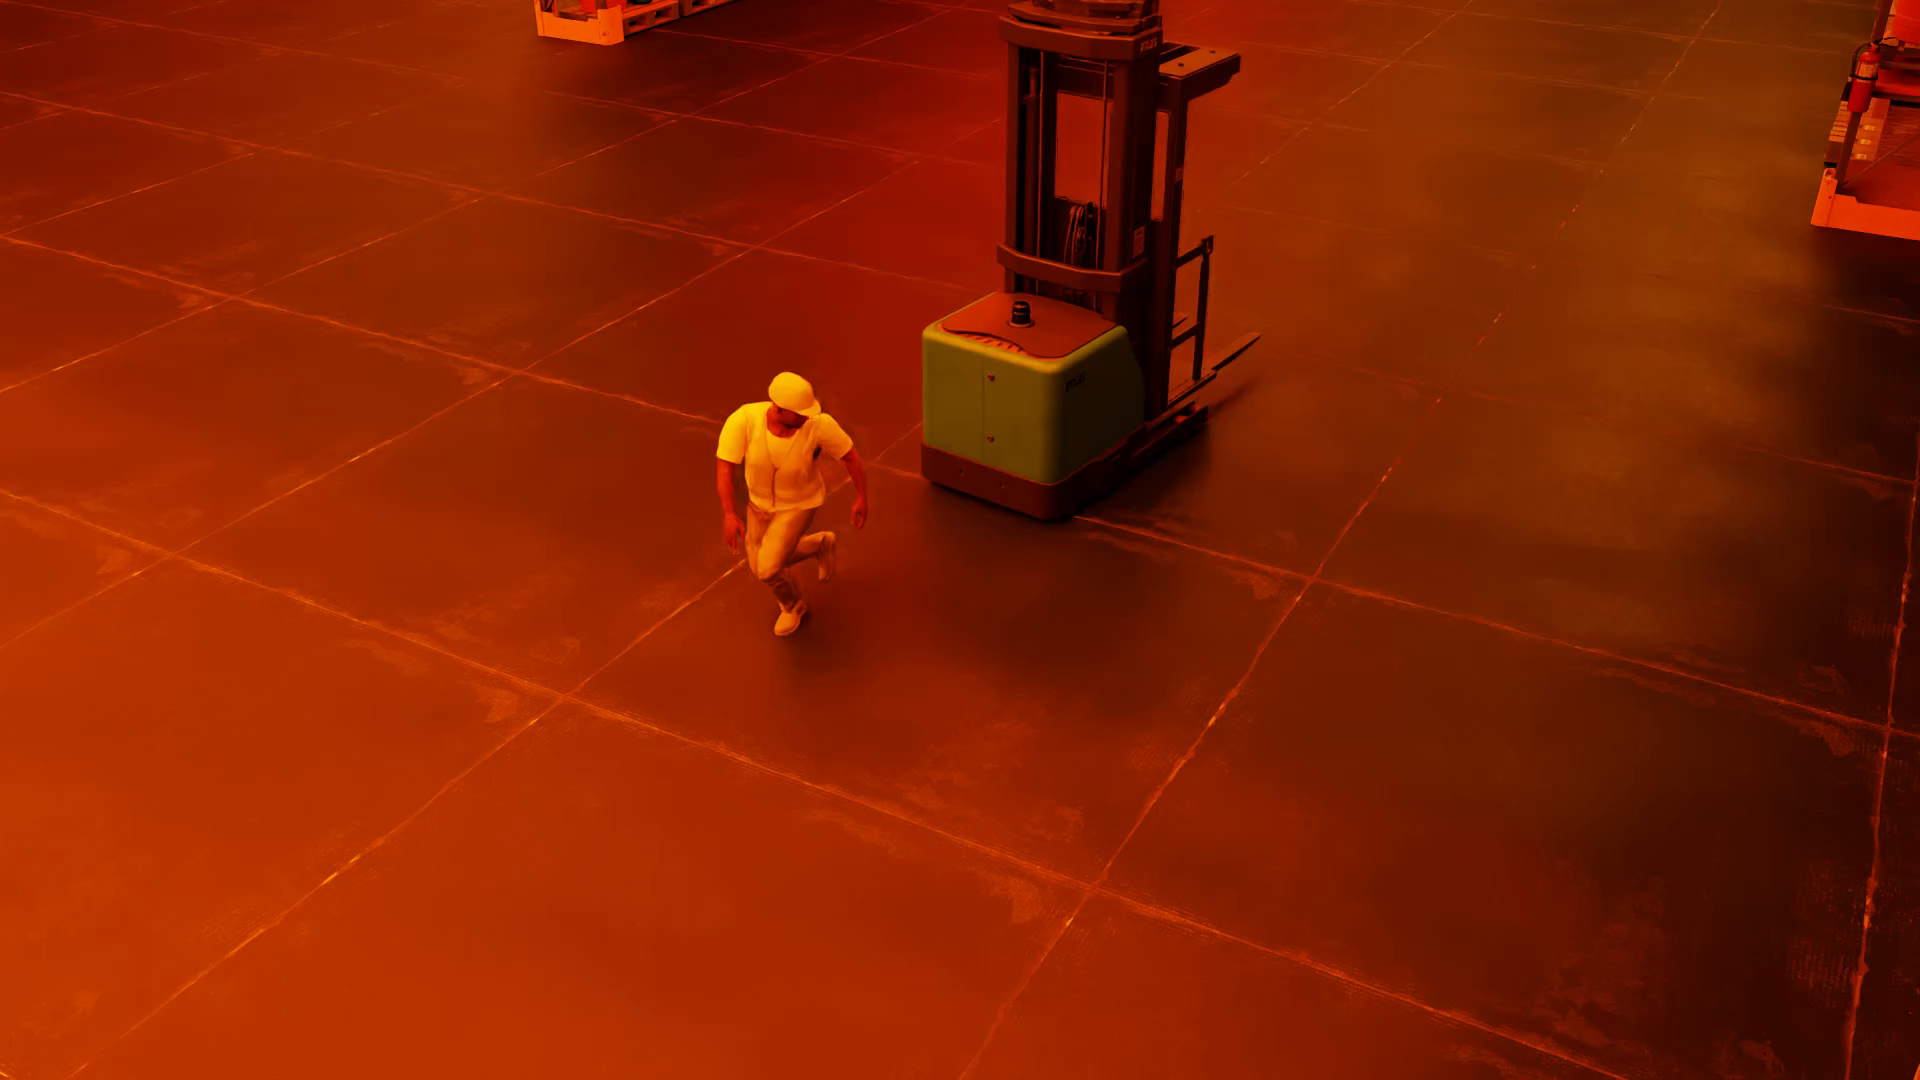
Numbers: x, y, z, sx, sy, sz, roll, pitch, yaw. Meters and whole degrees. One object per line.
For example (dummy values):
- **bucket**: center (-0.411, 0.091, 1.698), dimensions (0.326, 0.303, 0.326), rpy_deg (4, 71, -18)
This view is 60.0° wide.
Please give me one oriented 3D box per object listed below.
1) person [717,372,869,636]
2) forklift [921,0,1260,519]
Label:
- **person**: center (-0.867, -0.250, 8.929), dimensions (0.691, 1.538, 0.814), rpy_deg (12, 32, 20)
- **forklift**: center (1.031, -2.074, 10.664), dimensions (1.130, 2.935, 3.031), rpy_deg (20, 36, 31)
